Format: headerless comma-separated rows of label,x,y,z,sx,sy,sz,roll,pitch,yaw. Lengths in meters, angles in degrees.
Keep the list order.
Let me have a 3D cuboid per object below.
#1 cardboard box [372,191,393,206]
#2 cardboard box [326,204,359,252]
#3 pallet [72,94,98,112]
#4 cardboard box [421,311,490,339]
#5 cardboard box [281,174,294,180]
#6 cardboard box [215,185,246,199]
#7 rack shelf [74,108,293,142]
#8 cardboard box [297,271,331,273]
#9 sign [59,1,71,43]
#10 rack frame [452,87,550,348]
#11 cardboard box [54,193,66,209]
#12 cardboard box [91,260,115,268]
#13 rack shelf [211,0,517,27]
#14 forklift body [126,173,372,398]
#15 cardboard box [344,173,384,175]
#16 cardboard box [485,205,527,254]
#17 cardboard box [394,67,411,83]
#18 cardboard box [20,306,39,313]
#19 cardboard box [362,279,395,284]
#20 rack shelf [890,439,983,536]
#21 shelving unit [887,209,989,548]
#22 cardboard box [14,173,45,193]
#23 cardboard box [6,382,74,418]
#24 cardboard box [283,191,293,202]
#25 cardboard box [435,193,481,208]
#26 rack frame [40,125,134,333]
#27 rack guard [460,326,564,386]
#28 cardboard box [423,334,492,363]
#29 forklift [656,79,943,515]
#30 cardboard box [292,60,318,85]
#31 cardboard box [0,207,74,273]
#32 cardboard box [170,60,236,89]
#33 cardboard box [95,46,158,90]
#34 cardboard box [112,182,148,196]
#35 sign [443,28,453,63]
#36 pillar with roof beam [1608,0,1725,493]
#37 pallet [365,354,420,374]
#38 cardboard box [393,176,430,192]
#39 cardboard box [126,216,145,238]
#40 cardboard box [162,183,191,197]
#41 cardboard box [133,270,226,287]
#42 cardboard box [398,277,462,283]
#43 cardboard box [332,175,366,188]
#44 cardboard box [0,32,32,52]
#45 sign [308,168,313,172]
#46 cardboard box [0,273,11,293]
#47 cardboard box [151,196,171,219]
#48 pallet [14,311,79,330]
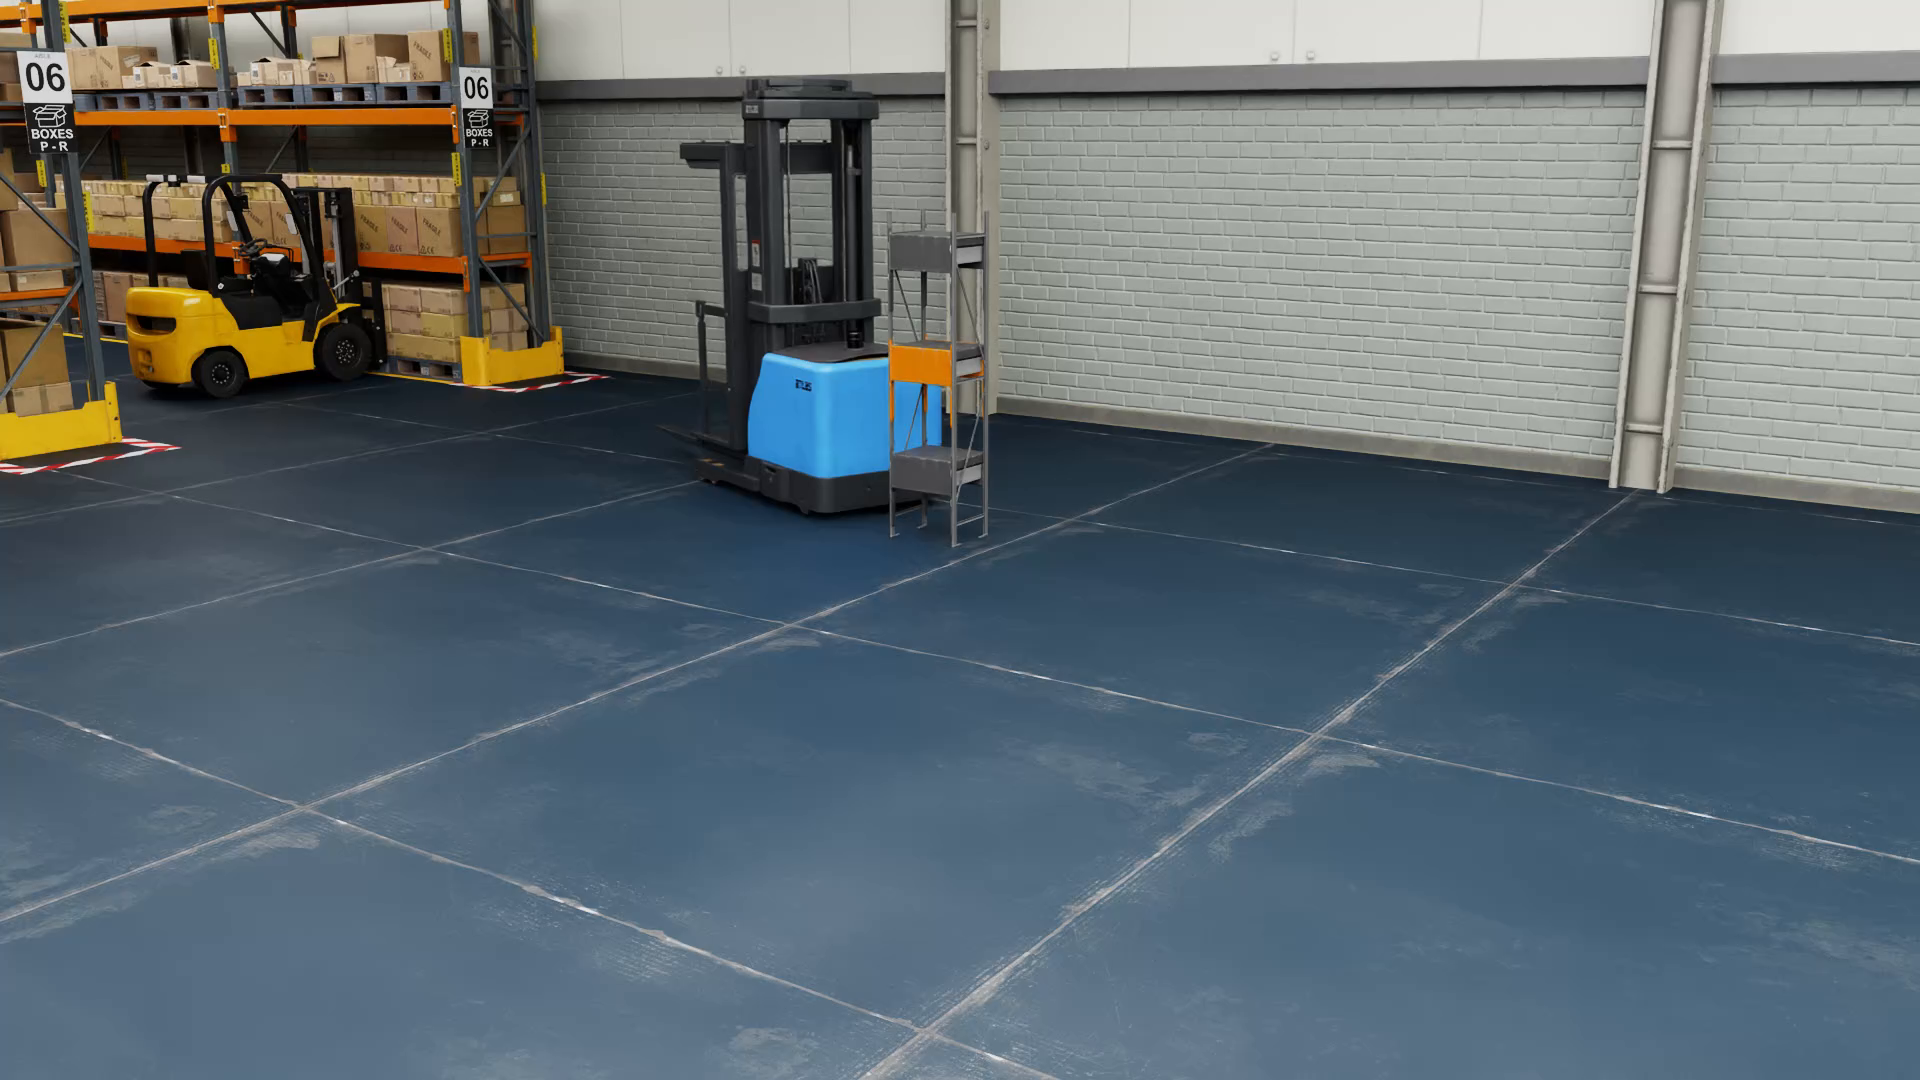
cardboard box,-6.091,-3.682,17.898,0.250,0.149,0.380,9,16,31
cardboard box,-6.619,-3.459,18.344,0.500,0.500,0.500,9,17,33
pallet,-10.815,-5.555,21.172,1.003,0.211,1.213,10,17,35
cardboard box,-5.369,-2.306,17.704,0.500,0.250,0.500,9,16,32
cardboard box,-7.527,-4.084,18.902,0.250,0.149,0.380,9,16,32
cardboard box,-8.517,-4.092,19.555,0.250,0.149,0.380,10,17,35
rack shelf,-9.769,-5.103,20.448,4.000,0.370,1.077,9,17,33
cardboard box,-7.593,-3.055,19.688,0.500,0.250,0.500,10,17,34
sign,-7.255,-4.189,13.443,0.005,0.325,0.100,9,17,33
rack frame,-4.790,-3.191,17.472,0.127,3.000,1.000,9,17,33
cardboard box,-11.211,-4.321,21.306,0.500,0.250,0.500,9,17,33
cardboard box,-11.687,-3.701,22.511,0.250,0.149,0.380,10,17,36
rack shelf,-6.450,-5.828,17.969,4.000,0.370,1.077,9,17,33
forklift body,-7.382,-2.670,17.132,1.214,2.155,2.313,9,17,33
cardboard box,-6.817,-4.118,19.040,0.250,0.149,0.380,9,16,32
cardboard box,-5.046,-3.361,17.952,0.500,0.500,0.500,10,17,35
cardboard box,-5.647,-4.828,17.283,0.250,0.149,0.380,9,16,31
cardboard box,-12.309,-3.337,22.391,0.500,0.500,0.500,9,16,32
cardboard box,-6.614,-2.748,18.448,0.500,0.250,0.500,9,16,32
rack shelf,-0.137,-0.349,10.832,0.480,0.518,0.431,9,17,33
shelving unit,-0.137,-1.041,10.661,0.503,2.100,0.431,9,17,33
cardboard box,-12.886,-4.700,22.478,0.637,0.503,0.797,9,16,32
cardboard box,-8.072,-1.233,14.411,0.500,0.250,0.500,9,17,32
cardboard box,-7.381,-3.884,18.713,0.250,0.149,0.380,10,17,34
cardboard box,-5.234,-3.545,17.344,0.250,0.149,0.380,9,17,34
rack frame,-11.428,-4.264,21.806,0.127,3.000,1.000,9,17,33
rack guard,-4.770,-1.975,17.759,0.348,0.500,1.175,9,17,33
cardboard box,-5.356,-2.060,17.752,0.500,0.250,0.500,9,17,33
forklift,-1.367,-1.896,12.383,1.130,2.935,3.031,-9,17,-34
cardboard box,-7.047,-5.111,18.183,0.258,0.266,0.396,9,16,31
cardboard box,-7.796,-2.513,13.904,0.500,0.500,0.500,9,16,32
cardboard box,-8.846,-5.441,19.422,0.500,0.311,0.500,9,16,31
cardboard box,-10.119,-5.739,20.231,0.500,0.500,0.500,10,17,34
cardboard box,-10.252,-4.355,20.615,0.250,0.149,0.380,10,17,34
sign,-5.105,-4.932,16.585,0.005,0.325,0.100,9,17,33
pillar with roof beam,2.690,-3.909,7.886,0.400,9.000,9.100,9,17,33
pallet,-6.456,-2.096,18.849,1.213,0.211,1.003,9,17,33
cardboard box,-5.824,-3.810,17.794,0.250,0.149,0.380,9,17,33
cardboard box,-9.921,-3.877,20.554,0.500,0.250,0.500,10,17,35
cardboard box,-9.389,-4.223,20.083,0.250,0.149,0.380,9,16,31
cardboard box,-9.813,-3.052,20.980,0.625,0.625,0.875,8,16,31
cardboard box,-5.909,-2.783,18.592,0.500,0.250,0.500,9,17,32
cardboard box,-6.681,-3.947,18.347,0.250,0.149,0.380,9,17,33
cardboard box,-7.738,-4.010,13.402,0.250,0.149,0.380,9,17,32
sign,-7.801,-4.297,19.973,0.005,0.325,0.100,9,17,33
cardboard box,-7.987,-2.086,13.532,0.250,0.149,0.380,10,17,35
cardboard box,-9.511,-4.050,20.211,0.500,0.250,0.500,10,17,34
pallet,-12.027,-3.018,22.576,1.213,0.211,1.003,9,17,33
